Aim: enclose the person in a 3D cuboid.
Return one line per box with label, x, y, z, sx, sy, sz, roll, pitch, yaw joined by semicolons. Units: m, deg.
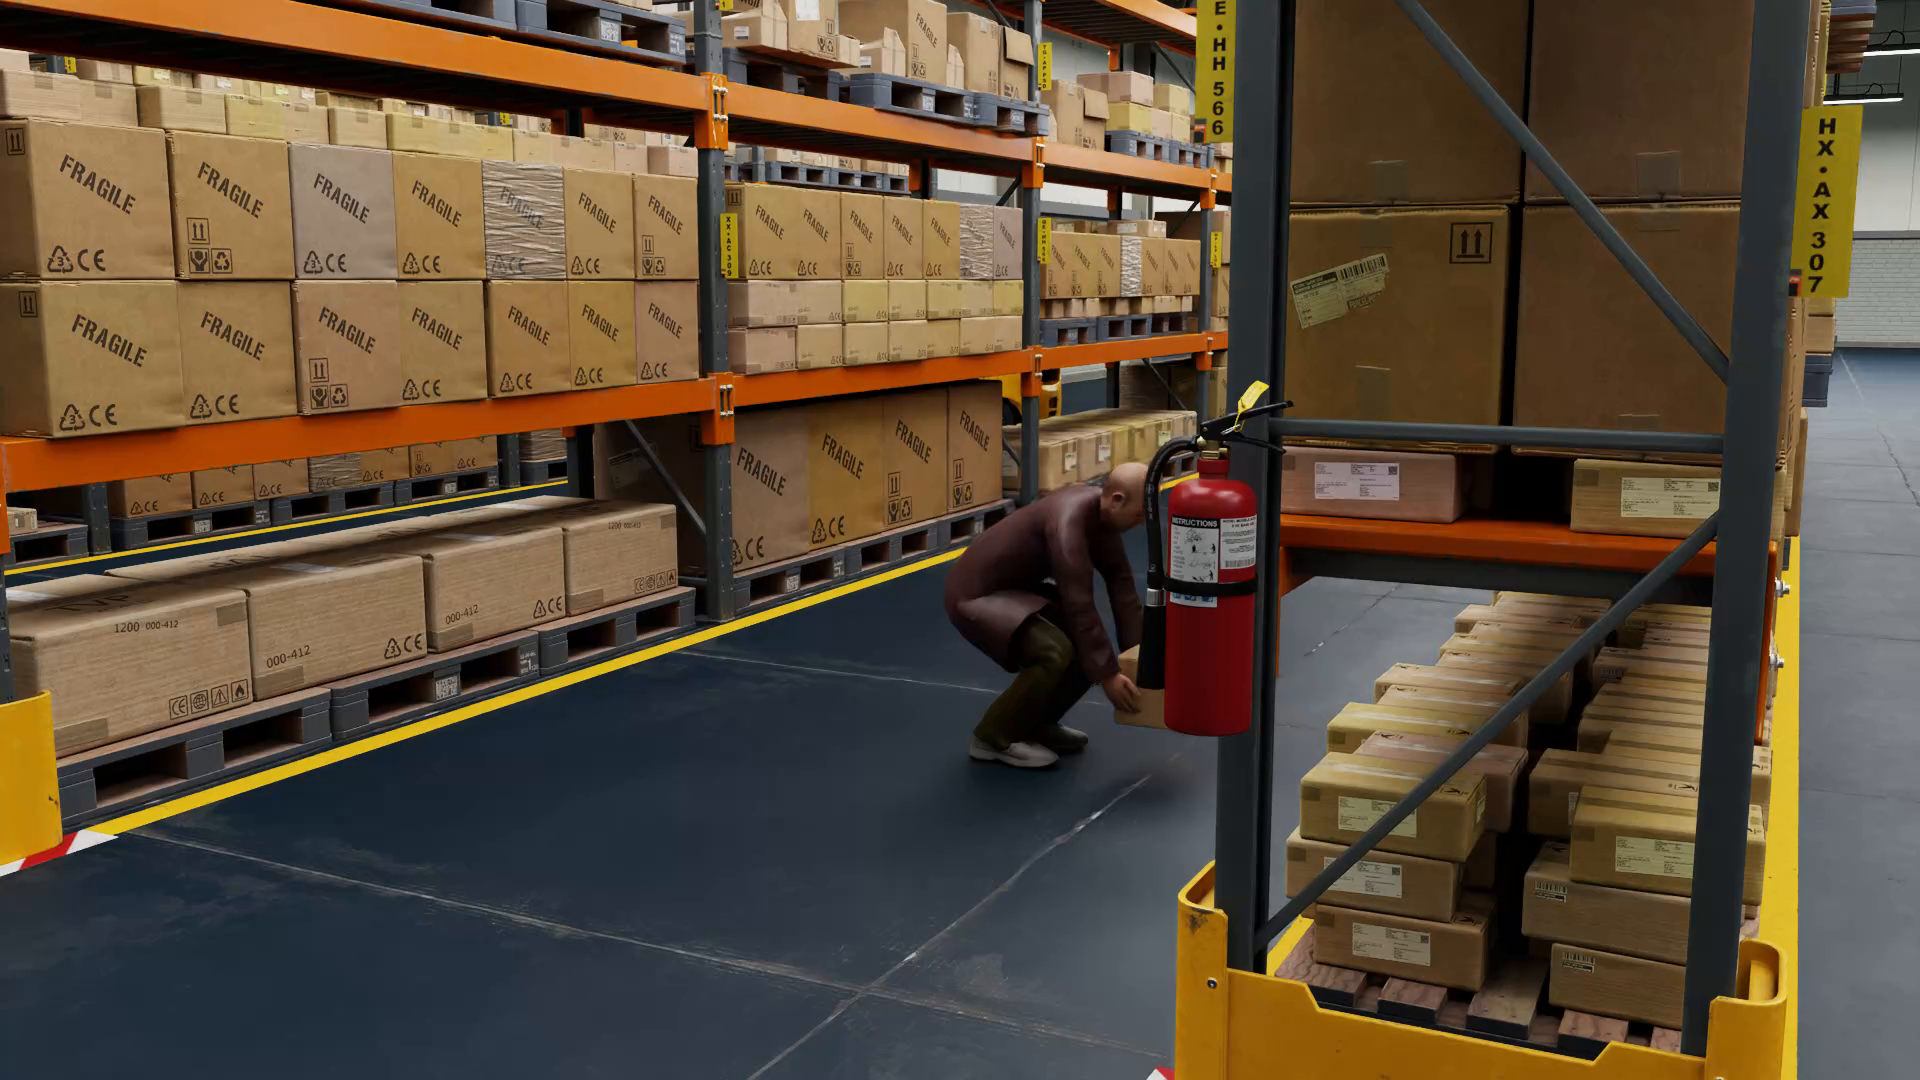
person;0.355;0.270;6.290;0.852;1.128;0.620;4;10;26
